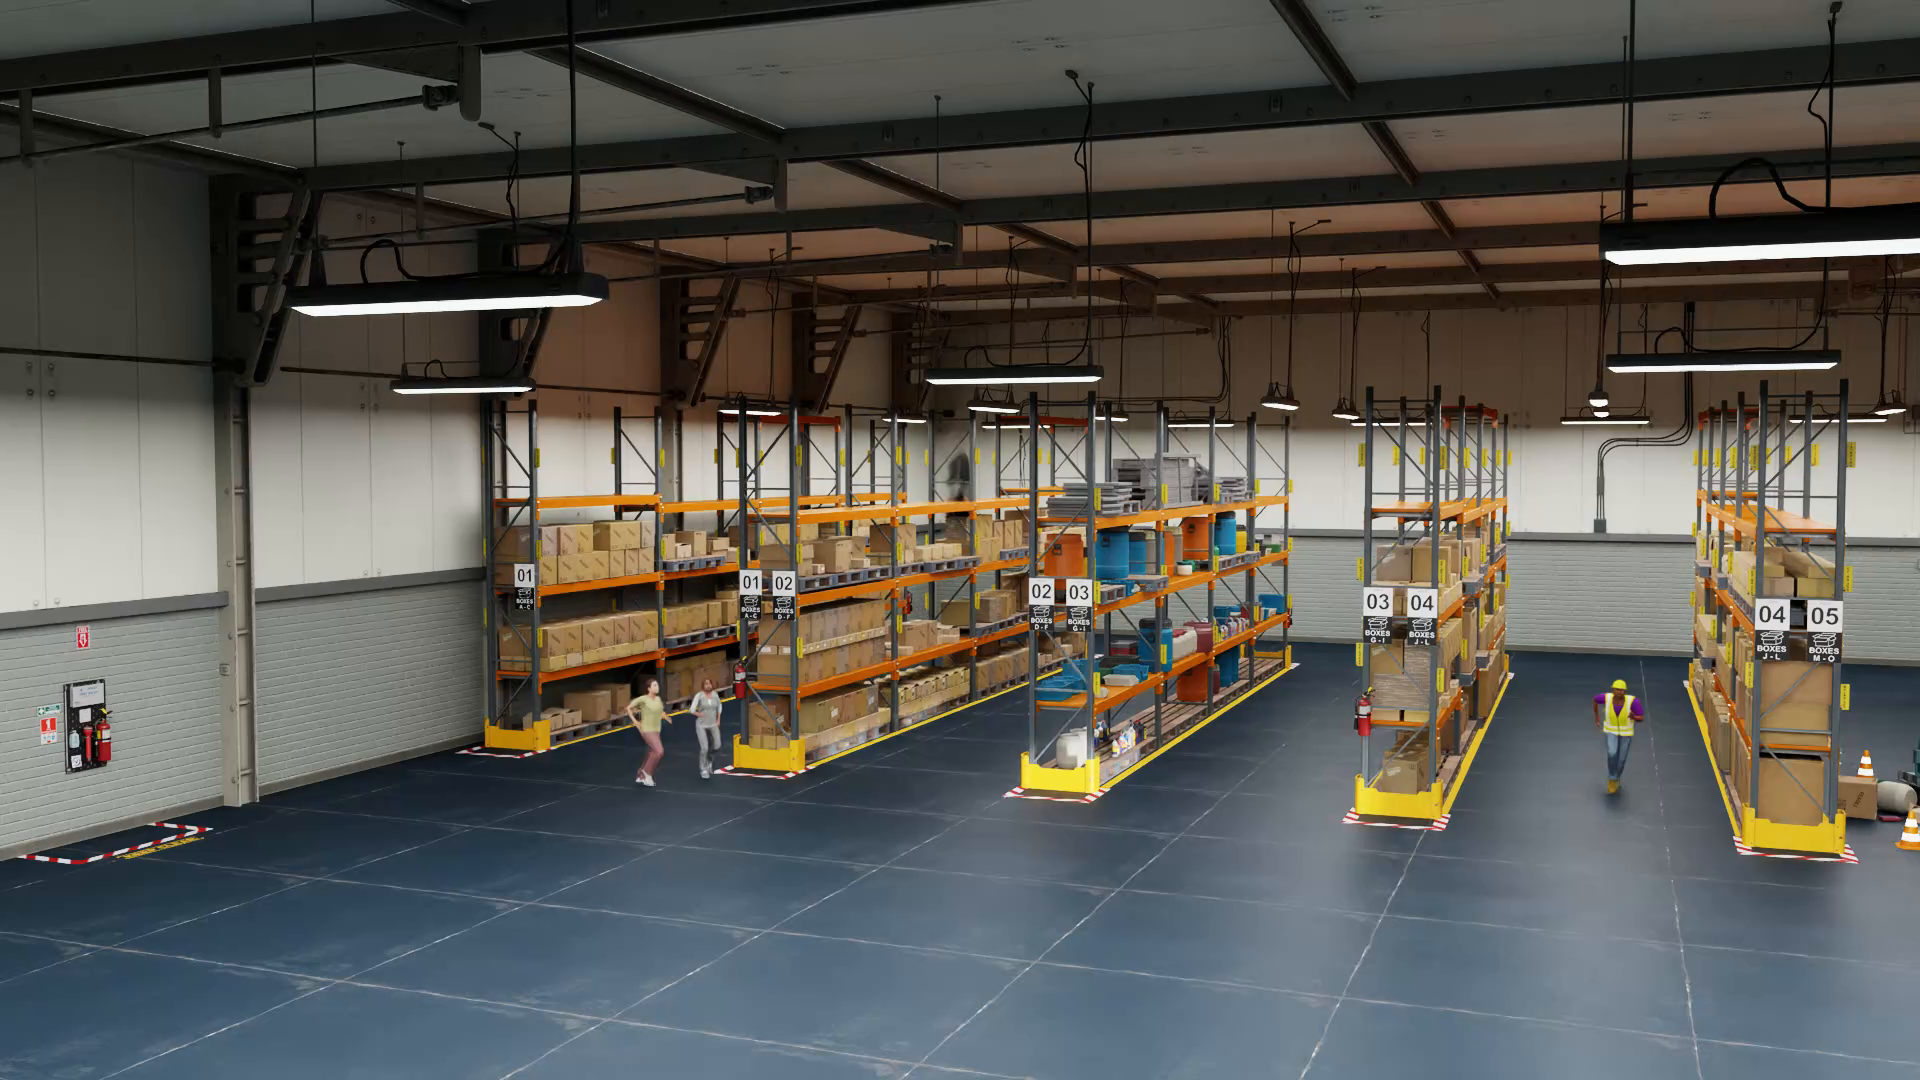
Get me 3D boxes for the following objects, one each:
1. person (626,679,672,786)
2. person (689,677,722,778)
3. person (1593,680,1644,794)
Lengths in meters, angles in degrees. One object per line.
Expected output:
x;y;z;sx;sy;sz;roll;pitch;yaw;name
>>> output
-4.696;2.923;25.240;0.696;1.642;0.595;2;3;32;person
-3.938;2.940;25.999;0.557;1.572;0.518;-1;3;-24;person
9.810;2.913;24.803;0.683;1.716;0.918;1;3;16;person
